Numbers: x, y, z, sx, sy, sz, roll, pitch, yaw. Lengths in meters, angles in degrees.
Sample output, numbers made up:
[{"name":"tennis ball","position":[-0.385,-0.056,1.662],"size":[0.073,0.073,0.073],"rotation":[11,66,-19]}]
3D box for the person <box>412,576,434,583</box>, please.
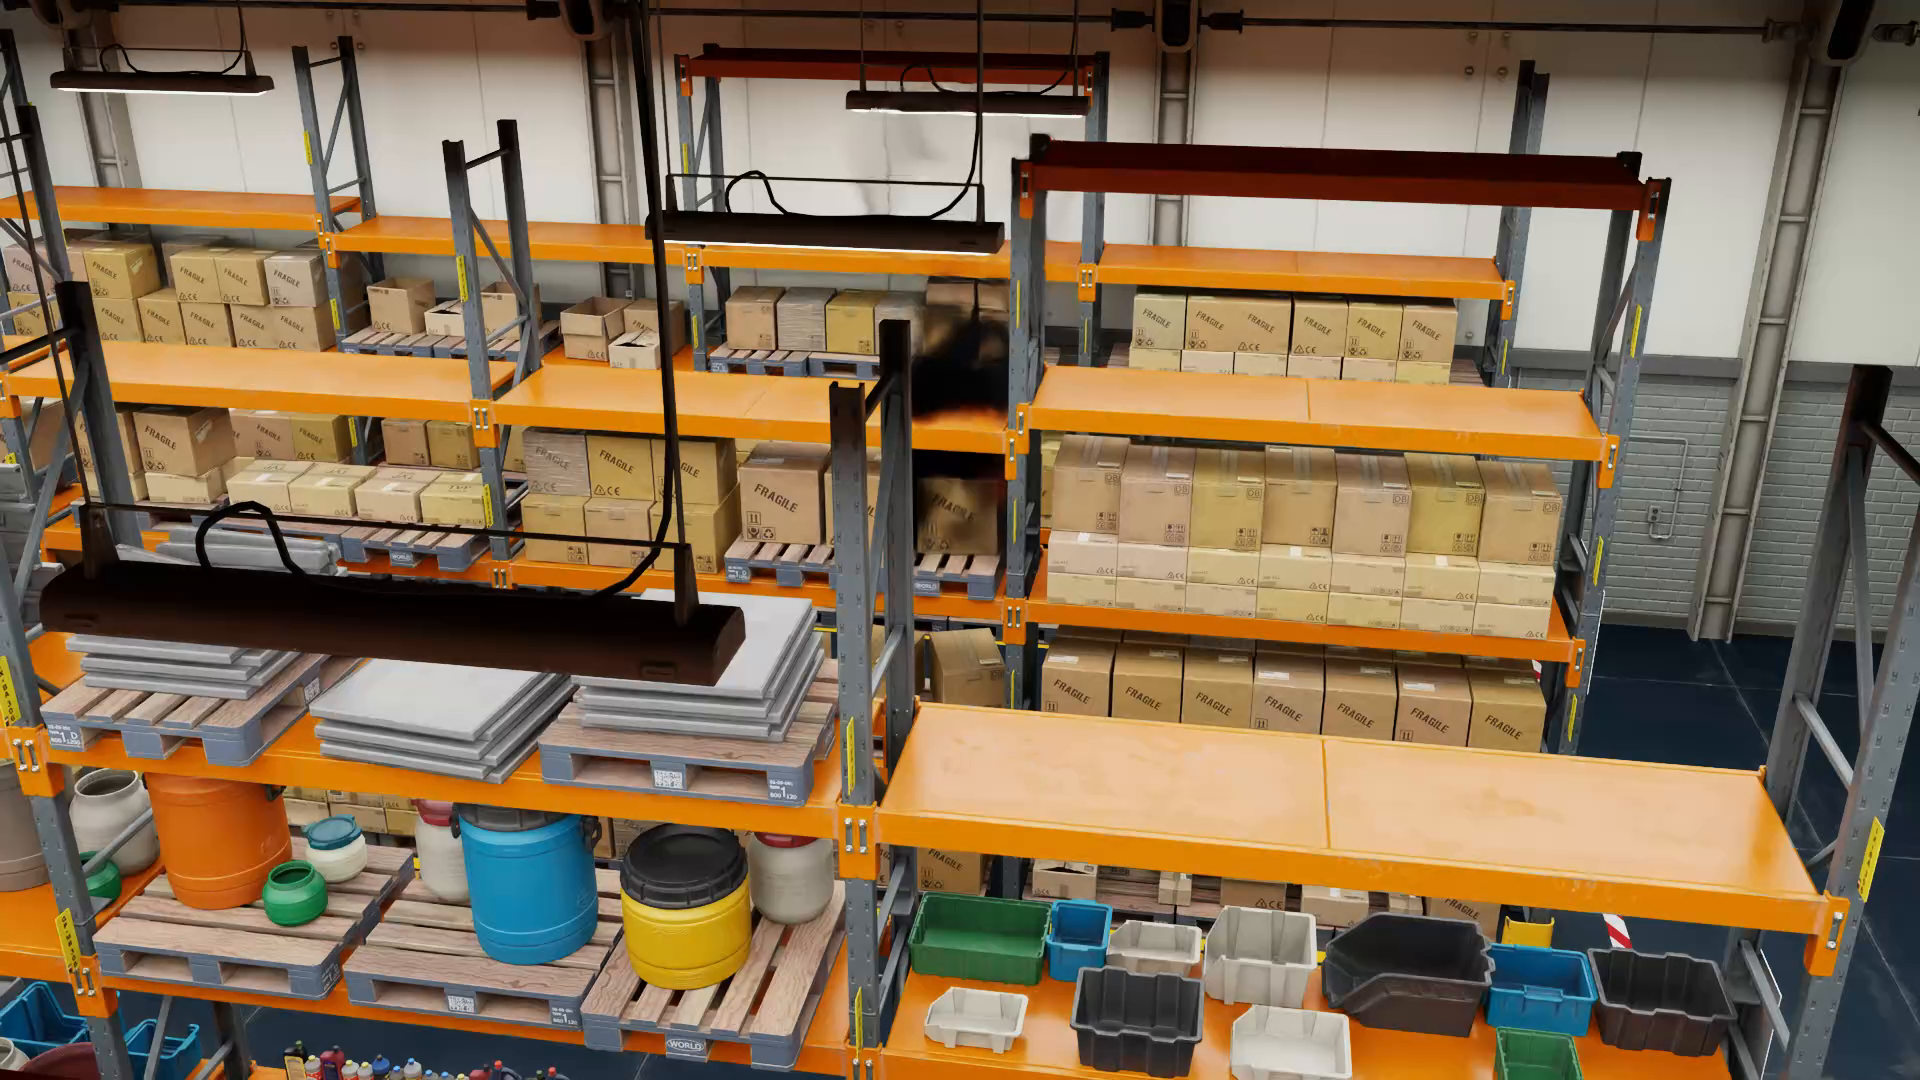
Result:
[{"name":"person","position":[-5.015,1.040,15.797],"size":[0.865,1.628,0.587],"rotation":[1,23,3]}]
